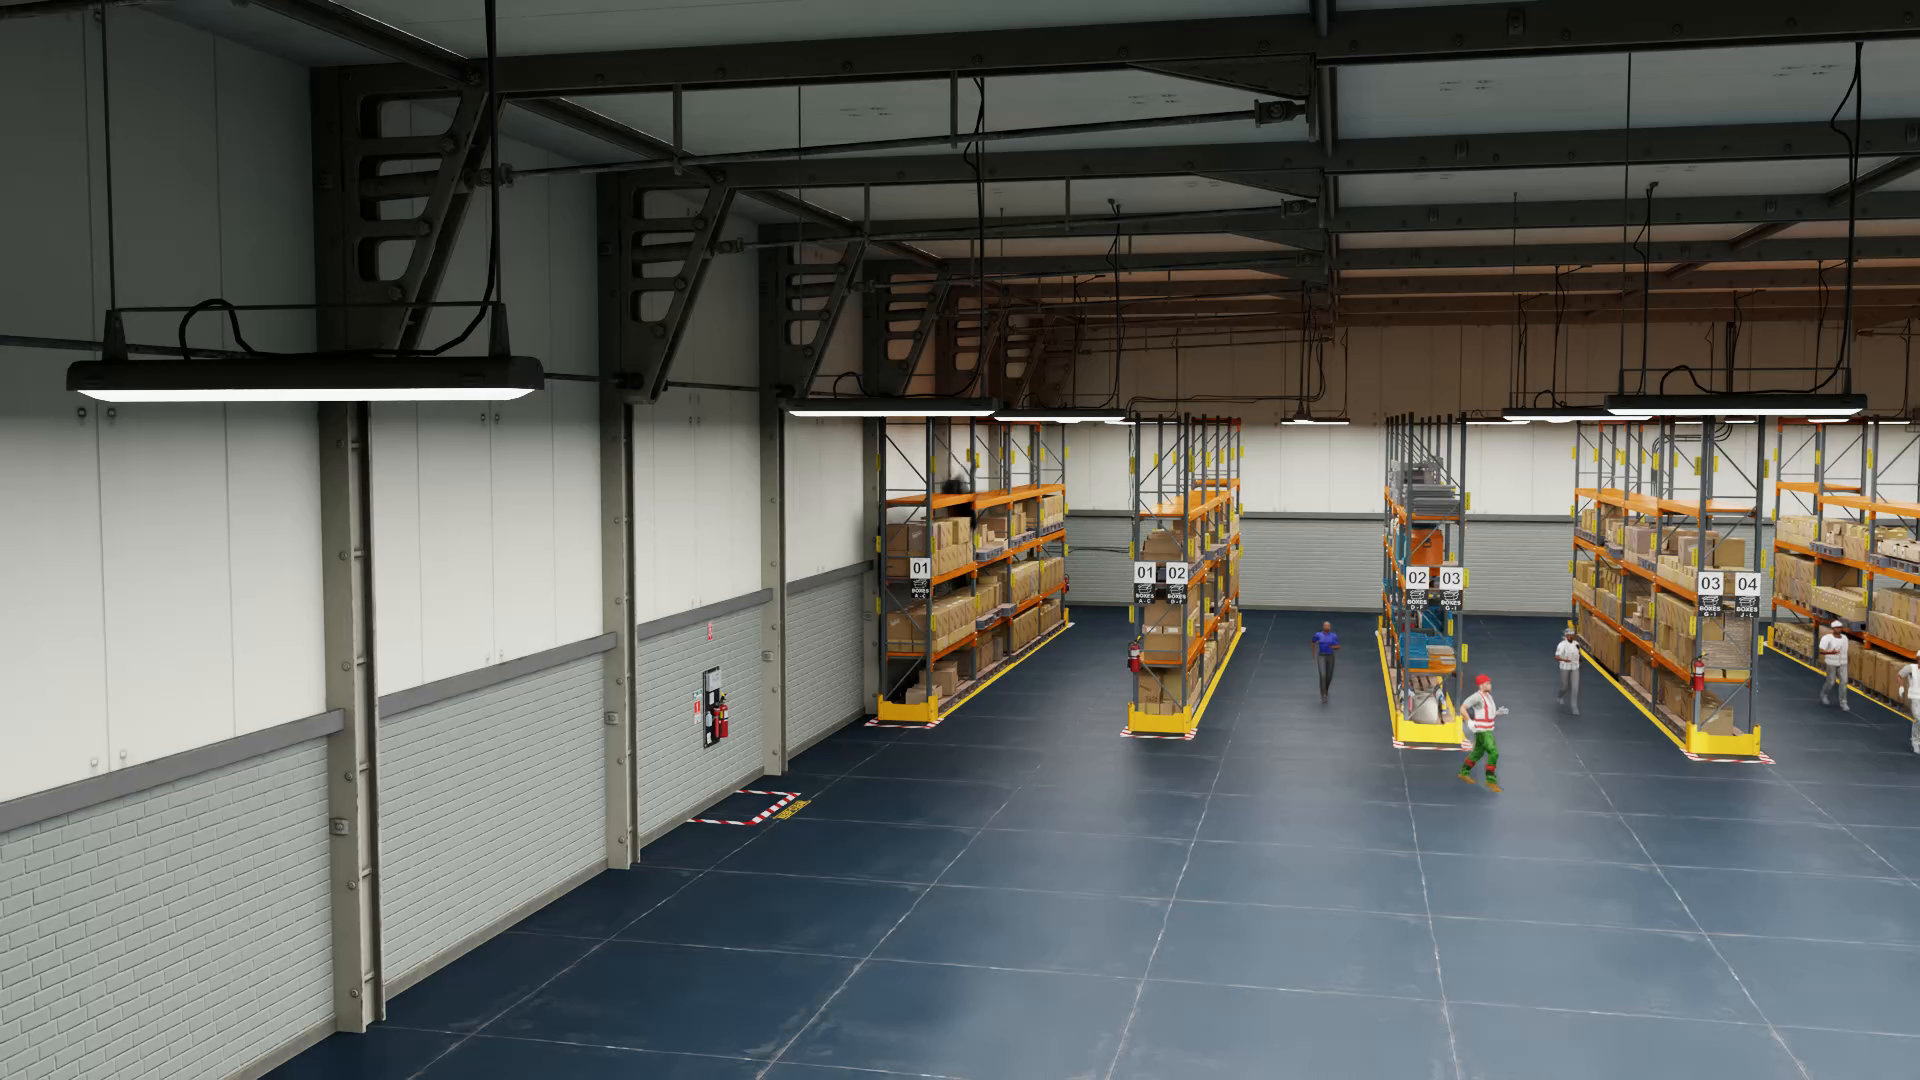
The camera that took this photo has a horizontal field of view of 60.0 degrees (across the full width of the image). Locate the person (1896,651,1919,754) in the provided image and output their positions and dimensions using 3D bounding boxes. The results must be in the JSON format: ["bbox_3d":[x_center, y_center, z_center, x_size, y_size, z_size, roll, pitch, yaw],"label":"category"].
[{"bbox_3d":[16.978,2.846,29.379,0.667,1.845,0.771,0,4,6],"label":"person"}]

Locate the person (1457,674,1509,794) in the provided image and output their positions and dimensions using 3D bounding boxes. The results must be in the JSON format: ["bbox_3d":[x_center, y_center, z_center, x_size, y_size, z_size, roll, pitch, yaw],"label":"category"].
[{"bbox_3d":[8.250,3.045,26.267,0.798,1.847,0.646,3,5,34],"label":"person"}]

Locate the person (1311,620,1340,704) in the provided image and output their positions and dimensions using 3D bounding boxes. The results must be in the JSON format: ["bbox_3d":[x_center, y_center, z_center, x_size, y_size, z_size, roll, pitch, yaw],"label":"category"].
[{"bbox_3d":[7.662,2.524,34.828,0.562,1.682,0.863,0,4,1],"label":"person"}]

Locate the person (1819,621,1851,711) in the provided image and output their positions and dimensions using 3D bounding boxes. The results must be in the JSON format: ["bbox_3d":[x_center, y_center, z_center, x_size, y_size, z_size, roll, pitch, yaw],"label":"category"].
[{"bbox_3d":[17.790,2.523,33.758,0.701,1.765,0.917,0,4,2],"label":"person"}]

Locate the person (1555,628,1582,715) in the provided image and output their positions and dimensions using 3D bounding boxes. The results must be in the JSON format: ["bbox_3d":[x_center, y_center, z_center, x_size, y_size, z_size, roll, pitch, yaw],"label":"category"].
[{"bbox_3d":[12.241,2.605,33.422,0.581,1.699,0.920,0,4,1],"label":"person"}]
